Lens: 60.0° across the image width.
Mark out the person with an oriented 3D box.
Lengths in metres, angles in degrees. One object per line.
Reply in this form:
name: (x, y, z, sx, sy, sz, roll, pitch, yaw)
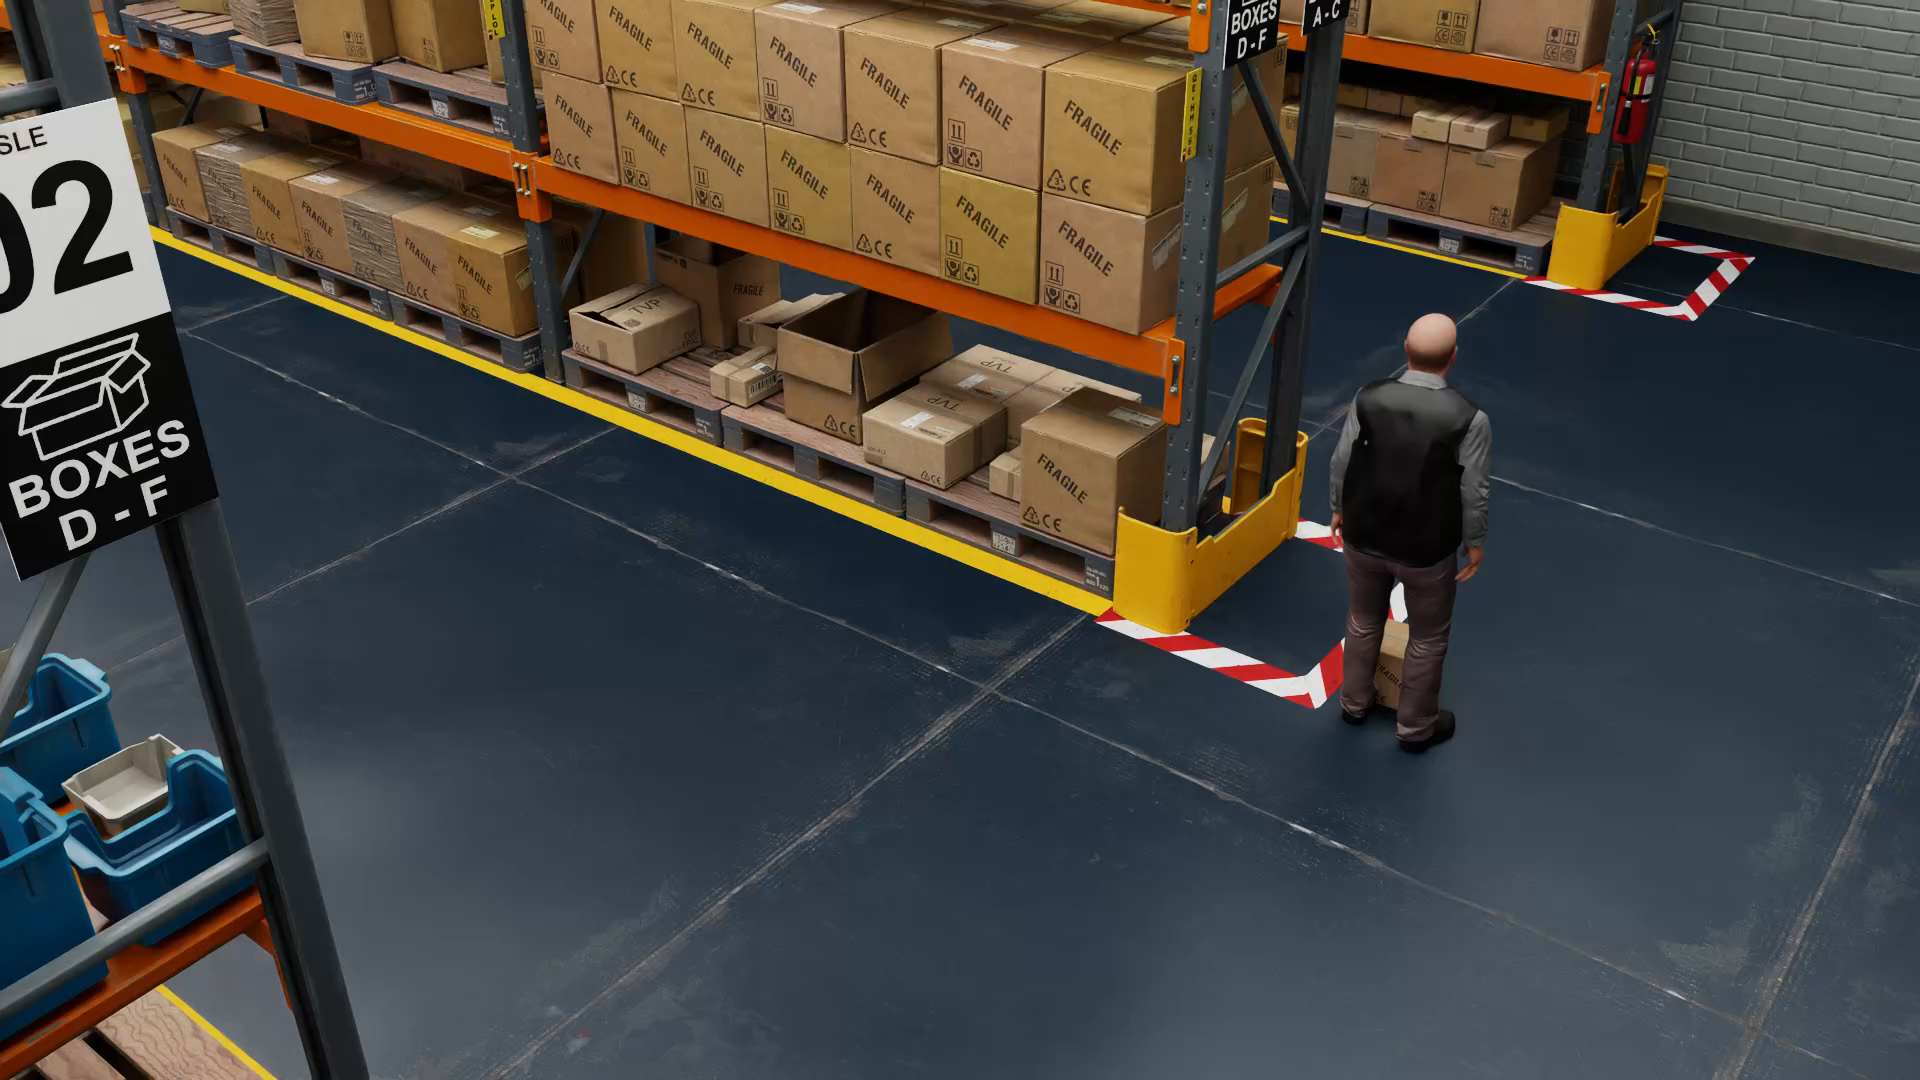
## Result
person: (1.646, -0.013, 6.176, 0.590, 1.722, 0.465, 18, 35, 28)
